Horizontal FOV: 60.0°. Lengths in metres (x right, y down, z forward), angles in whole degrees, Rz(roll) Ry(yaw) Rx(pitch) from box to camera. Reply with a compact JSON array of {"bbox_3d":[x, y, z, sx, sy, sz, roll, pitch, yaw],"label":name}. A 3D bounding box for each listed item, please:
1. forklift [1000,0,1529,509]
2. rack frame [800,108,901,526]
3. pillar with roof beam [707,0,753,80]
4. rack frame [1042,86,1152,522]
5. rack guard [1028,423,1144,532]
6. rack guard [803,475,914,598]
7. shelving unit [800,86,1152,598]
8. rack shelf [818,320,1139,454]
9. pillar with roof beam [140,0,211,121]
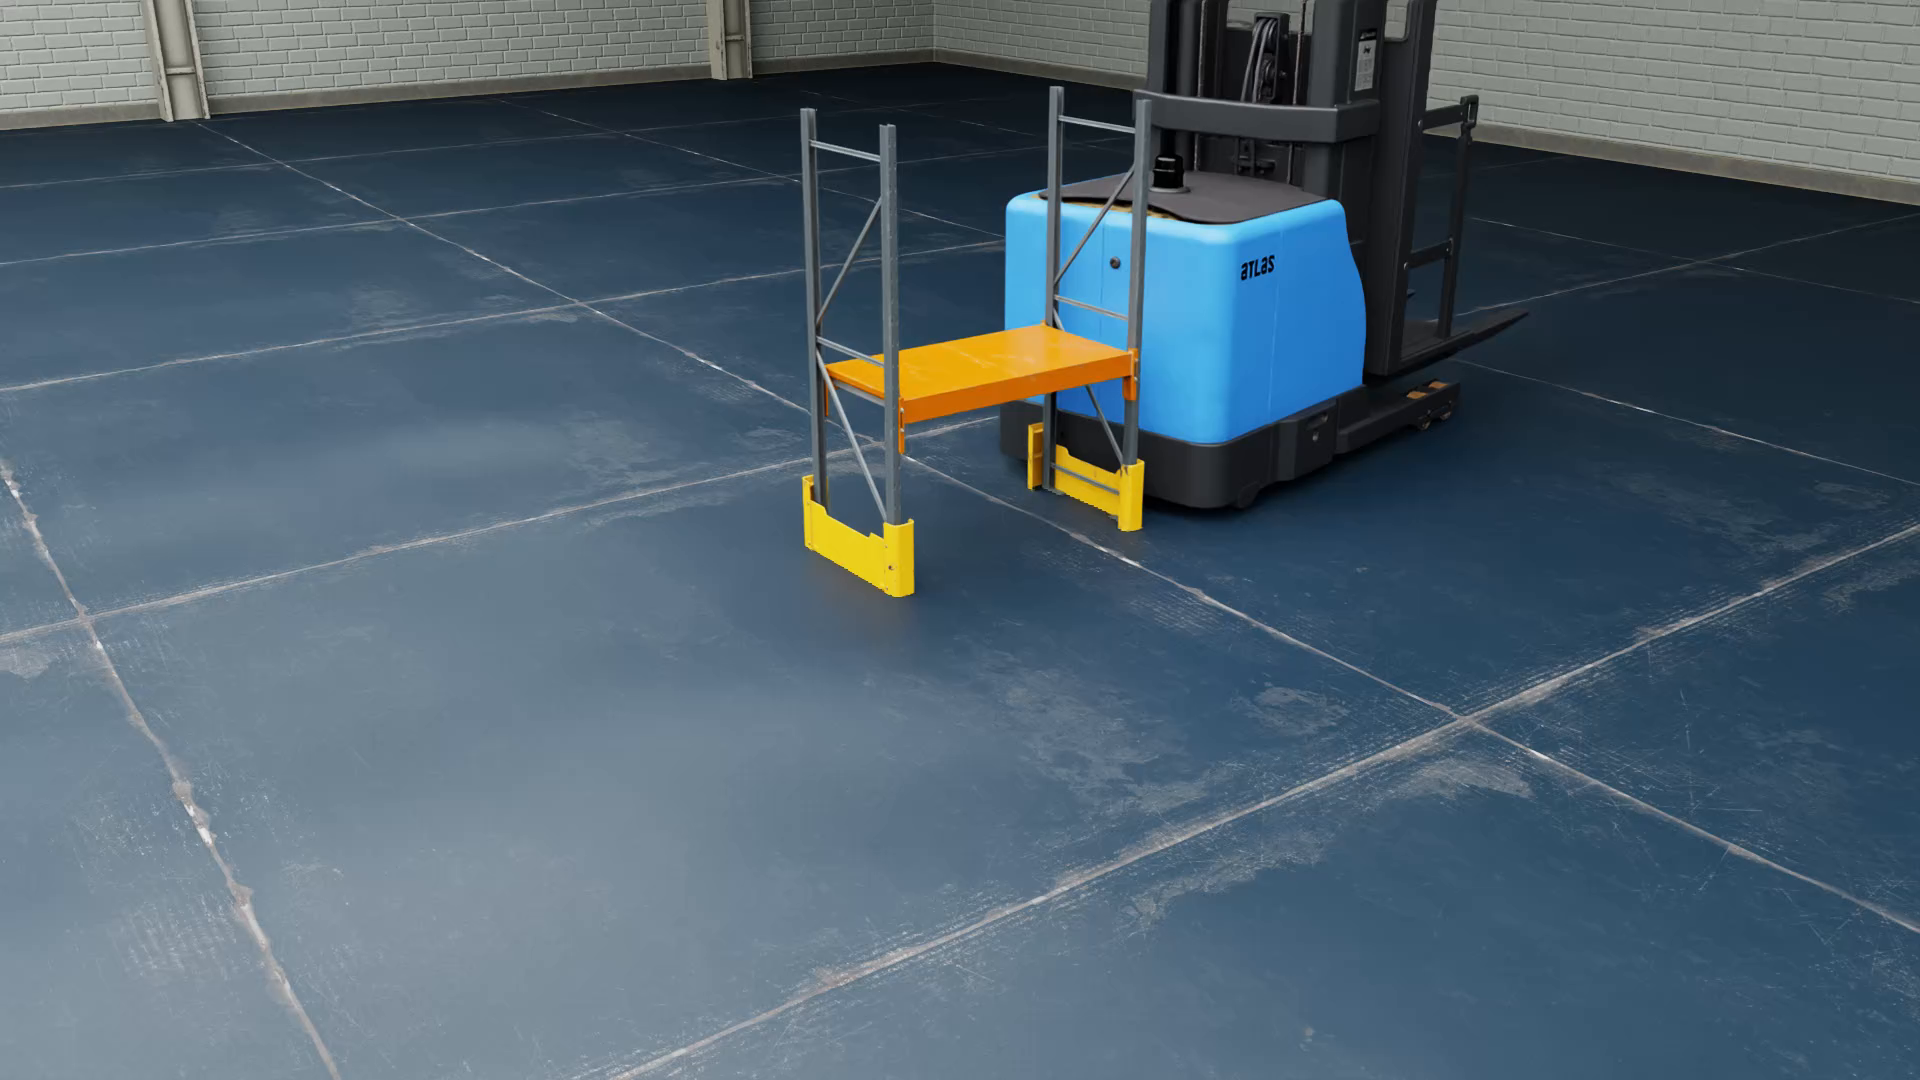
[{"bbox_3d":[1.516,-1.938,6.799,1.130,2.935,3.031,18,28,38],"label":"forklift"},{"bbox_3d":[-0.349,-0.601,5.379,0.032,1.500,0.500,-15,26,-33],"label":"rack frame"},{"bbox_3d":[-0.154,-8.290,14.530,0.400,9.000,9.100,-15,26,-33],"label":"pillar with roof beam"},{"bbox_3d":[0.473,-0.823,5.934,0.032,1.500,0.500,-15,26,-33],"label":"rack frame"},{"bbox_3d":[0.458,-0.238,6.155,0.087,0.250,0.587,-15,26,-33],"label":"rack guard"},{"bbox_3d":[-0.347,-0.021,5.611,0.087,0.250,0.587,-15,26,-33],"label":"rack guard"},{"bbox_3d":[0.055,-0.710,5.651,1.083,1.500,0.587,-15,26,-33],"label":"shelving unit"},{"bbox_3d":[0.062,-0.545,5.723,1.000,0.185,0.538,-15,26,-33],"label":"rack shelf"},{"bbox_3d":[-5.024,-6.992,11.276,0.400,9.000,9.100,-15,26,-33],"label":"pillar with roof beam"}]
